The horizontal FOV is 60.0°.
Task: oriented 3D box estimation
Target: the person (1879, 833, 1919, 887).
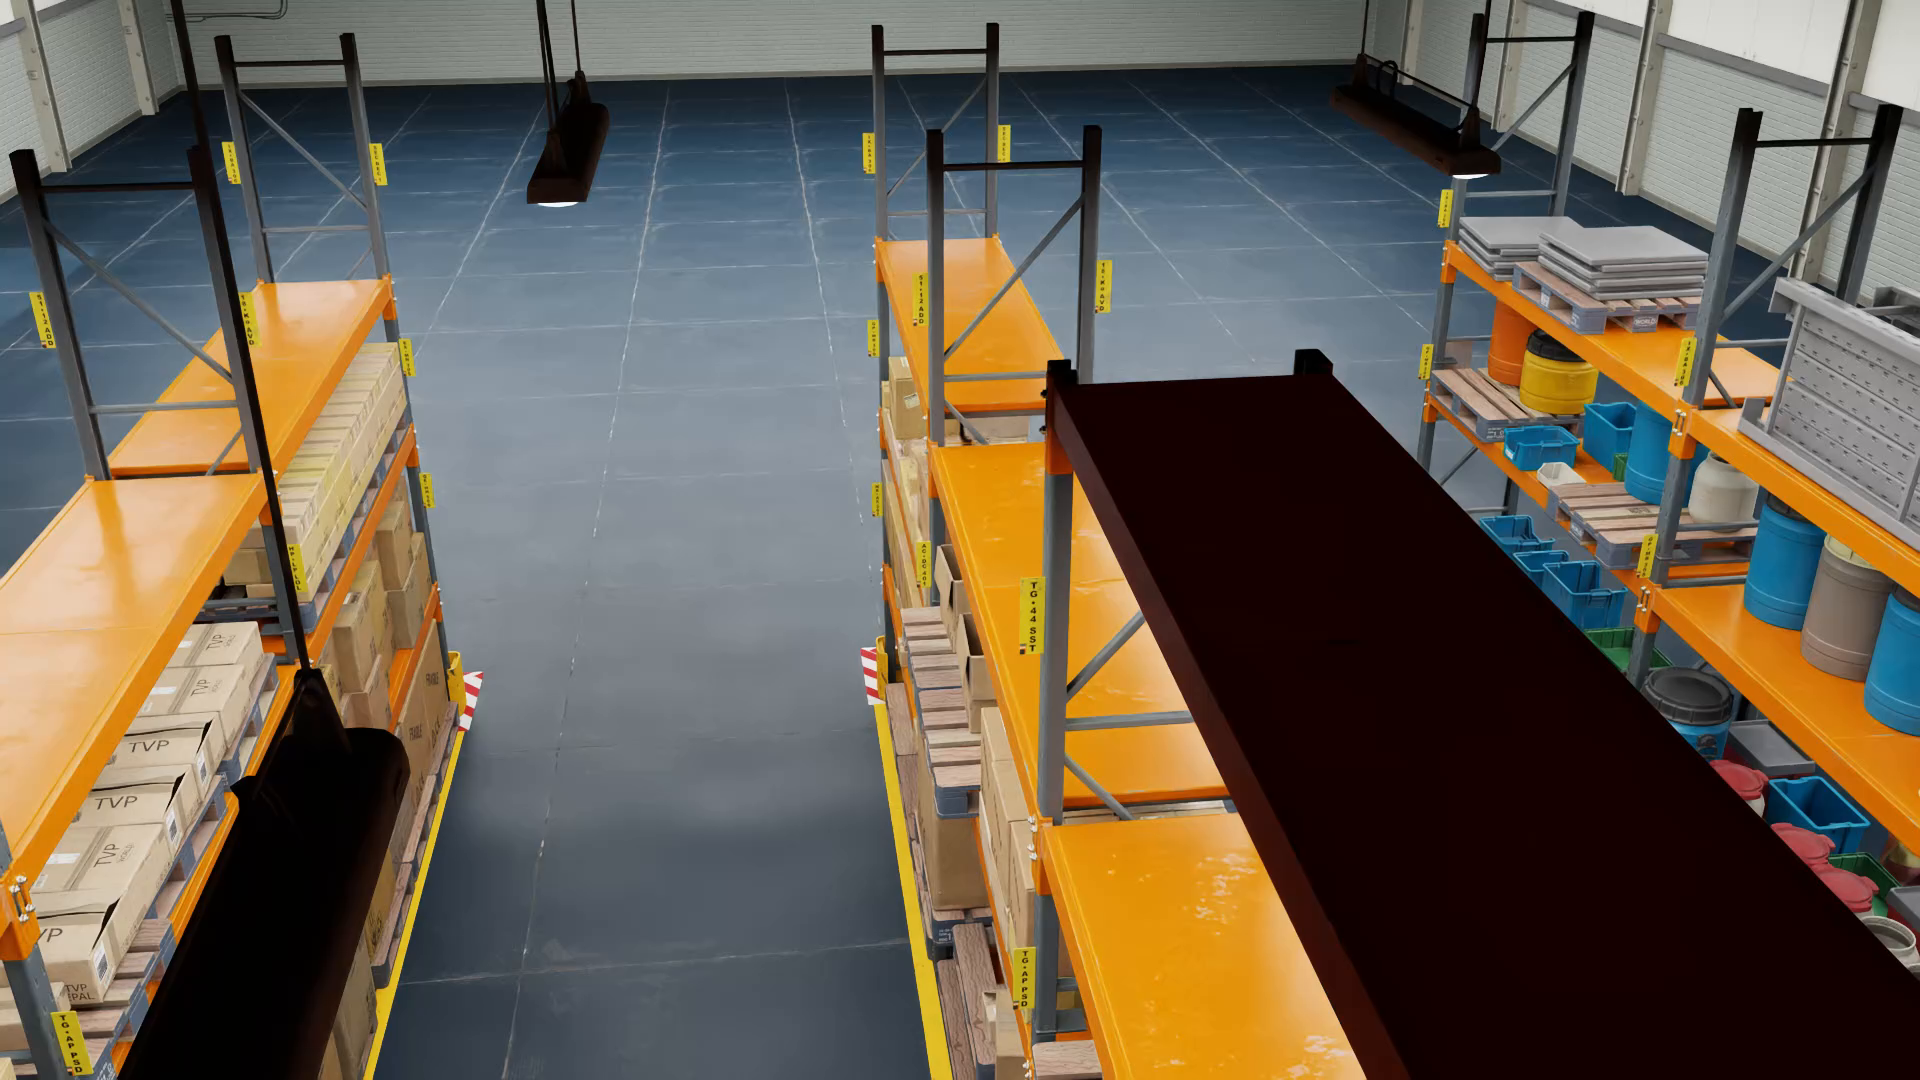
[{"bbox_3d":[6.806,2.312,11.778,0.547,1.647,0.580,-3,26,-7],"label":"person"}]
